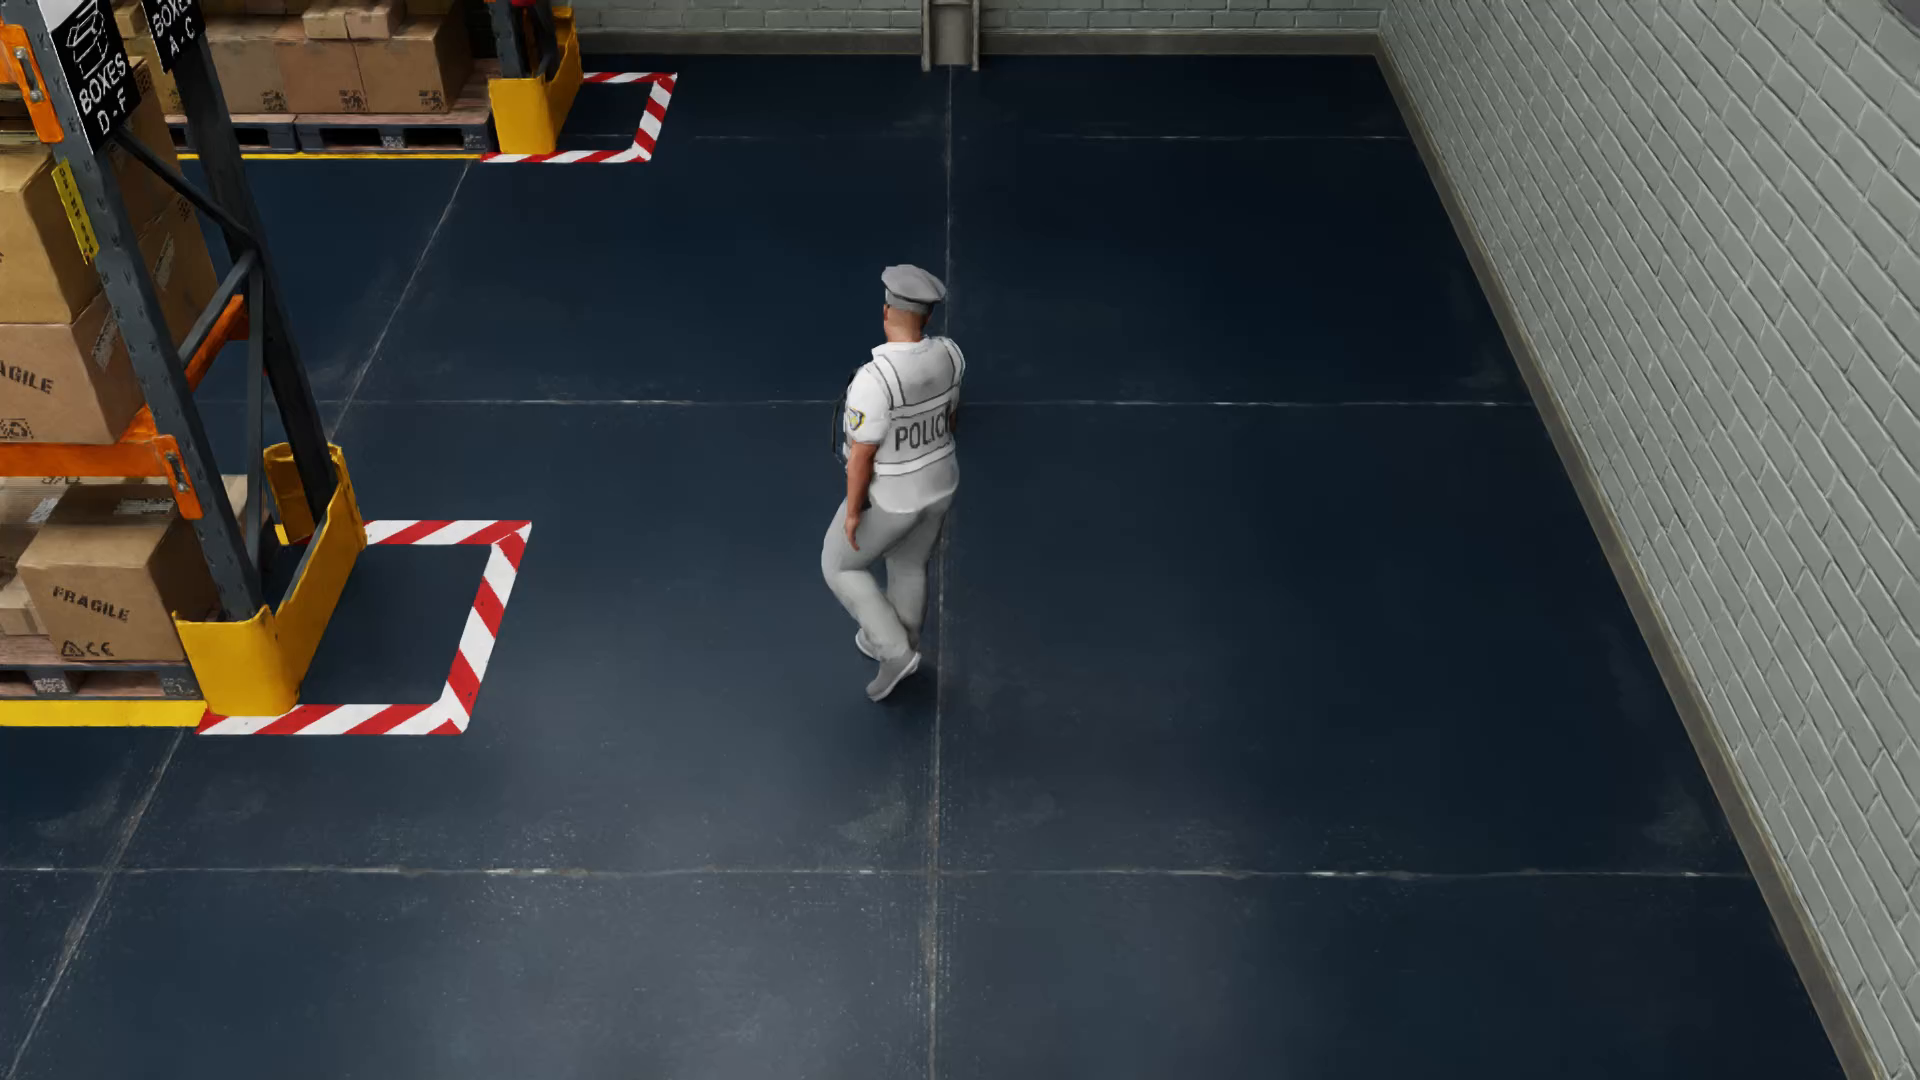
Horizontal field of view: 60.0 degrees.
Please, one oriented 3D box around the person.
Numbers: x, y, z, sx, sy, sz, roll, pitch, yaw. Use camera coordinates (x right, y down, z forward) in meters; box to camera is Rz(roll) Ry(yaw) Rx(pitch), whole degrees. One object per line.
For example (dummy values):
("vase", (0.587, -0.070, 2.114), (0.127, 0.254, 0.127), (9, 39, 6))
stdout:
("person", (-0.214, -0.182, 6.375), (0.490, 1.728, 0.608), (31, 49, 32))
